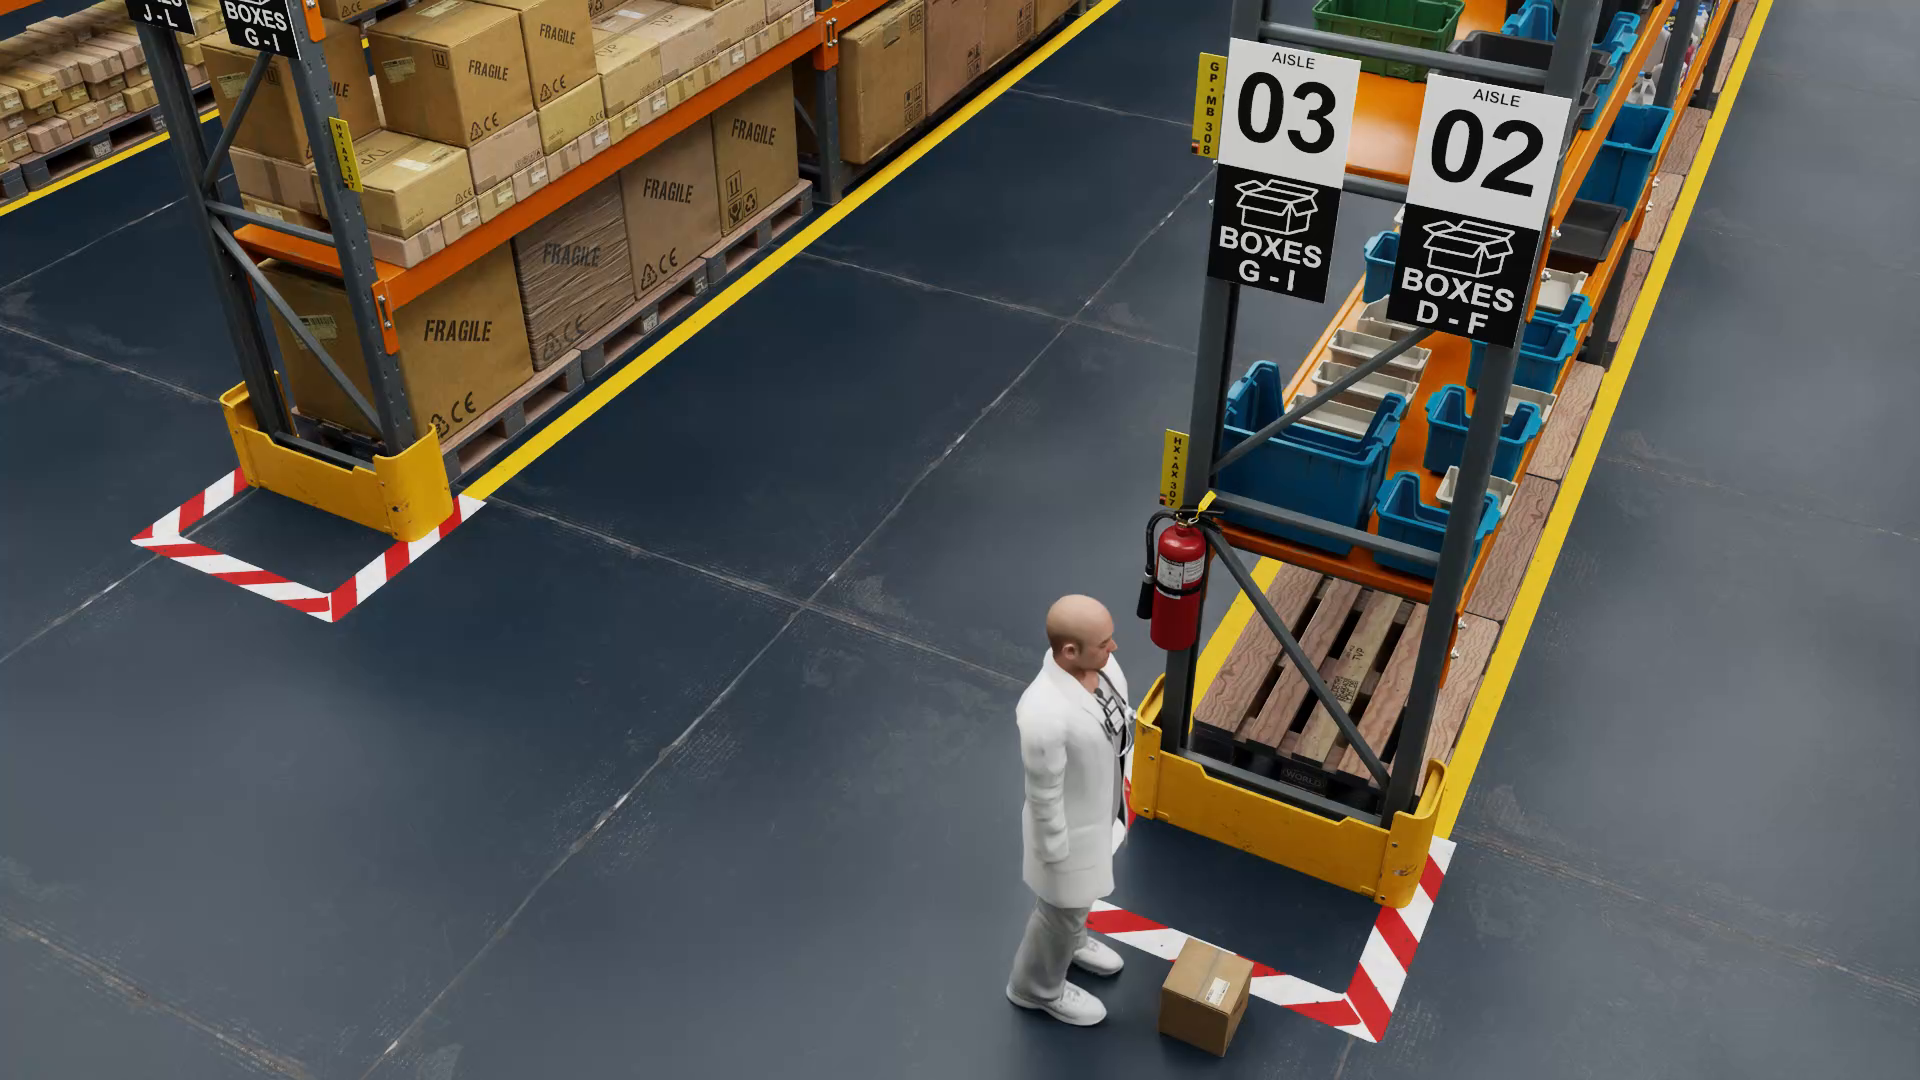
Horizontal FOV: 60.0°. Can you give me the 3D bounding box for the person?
[{"bbox_3d":[0.398,0.899,5.594,0.391,1.777,0.561,14,40,18],"label":"person"}]
